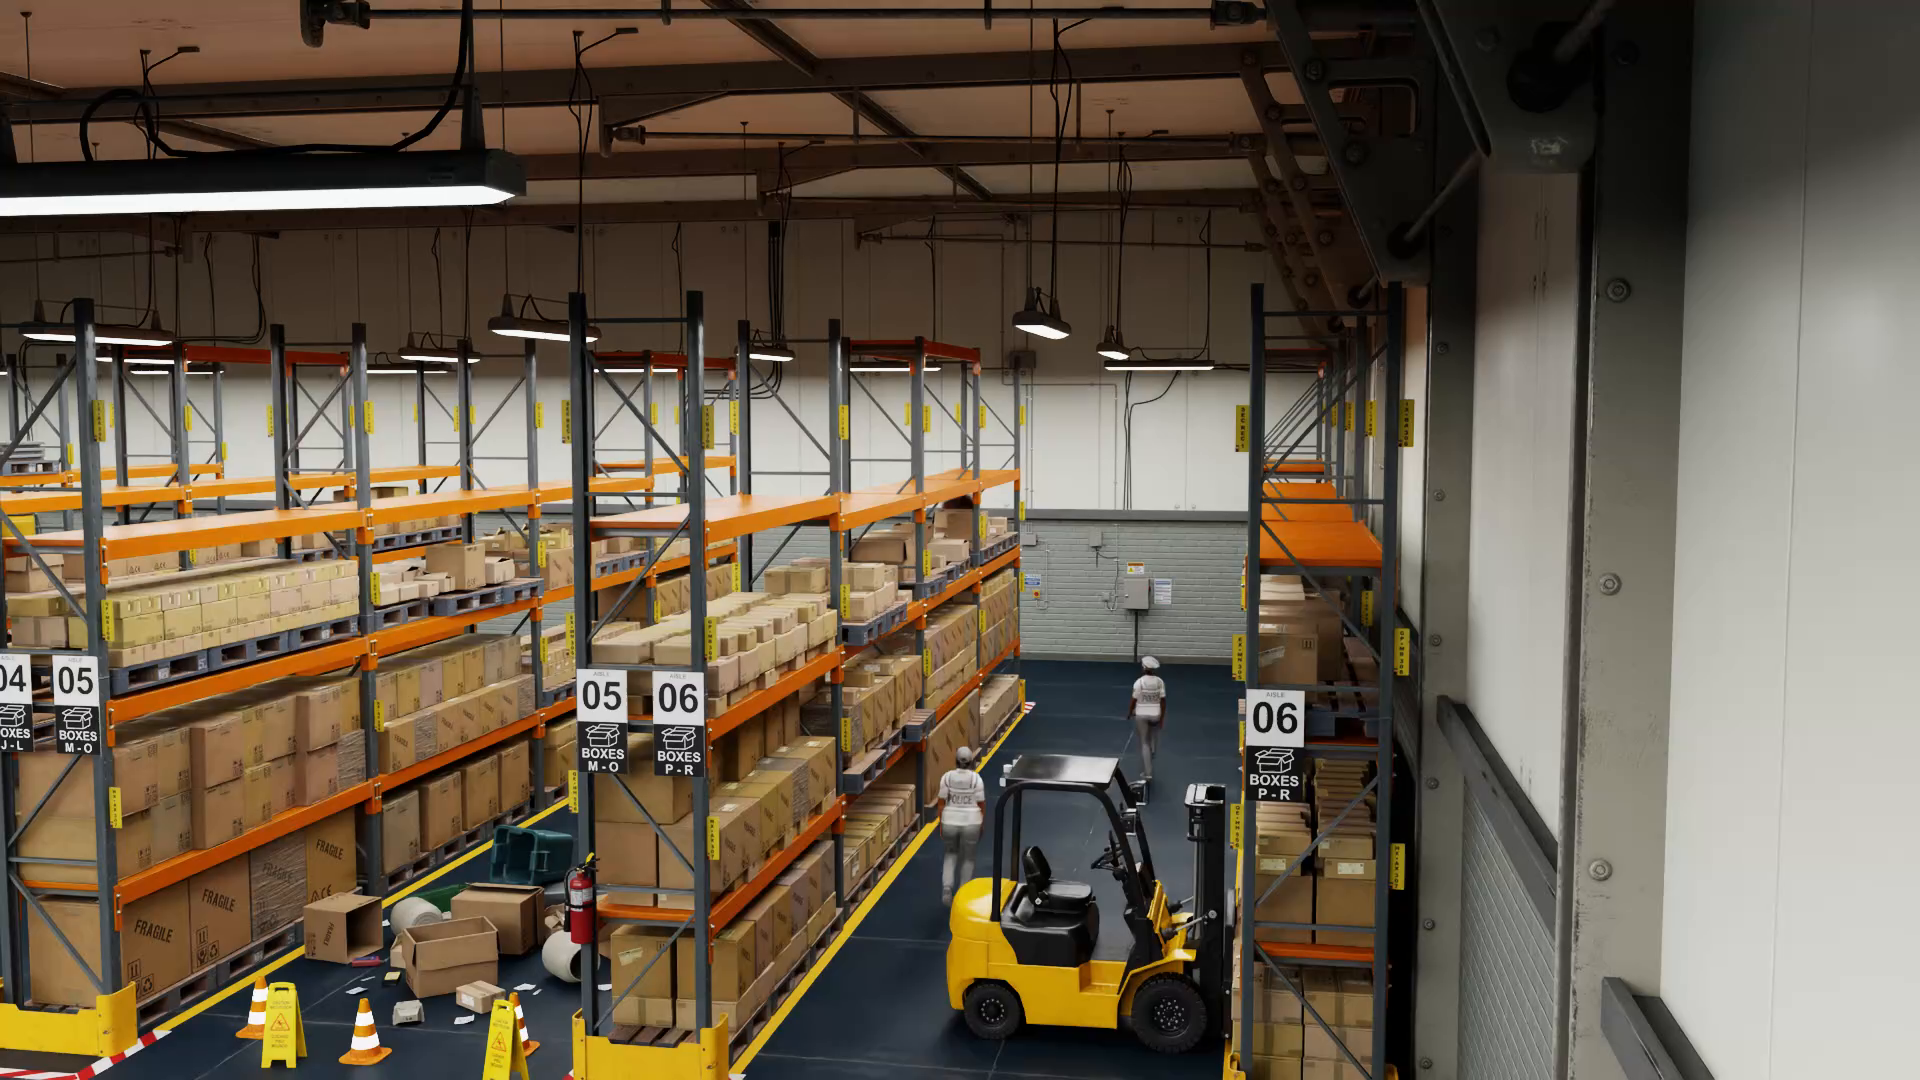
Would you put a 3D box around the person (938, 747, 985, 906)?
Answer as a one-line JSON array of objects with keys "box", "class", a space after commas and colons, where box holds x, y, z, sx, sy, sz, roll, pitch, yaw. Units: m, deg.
[{"box": [0.029, 2.949, 17.115, 0.477, 1.667, 0.442, 1, 5, 15], "class": "person"}]

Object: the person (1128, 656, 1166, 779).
[{"box": [2.594, 2.437, 23.096, 0.486, 1.677, 0.717, -1, 5, -9], "class": "person"}]
